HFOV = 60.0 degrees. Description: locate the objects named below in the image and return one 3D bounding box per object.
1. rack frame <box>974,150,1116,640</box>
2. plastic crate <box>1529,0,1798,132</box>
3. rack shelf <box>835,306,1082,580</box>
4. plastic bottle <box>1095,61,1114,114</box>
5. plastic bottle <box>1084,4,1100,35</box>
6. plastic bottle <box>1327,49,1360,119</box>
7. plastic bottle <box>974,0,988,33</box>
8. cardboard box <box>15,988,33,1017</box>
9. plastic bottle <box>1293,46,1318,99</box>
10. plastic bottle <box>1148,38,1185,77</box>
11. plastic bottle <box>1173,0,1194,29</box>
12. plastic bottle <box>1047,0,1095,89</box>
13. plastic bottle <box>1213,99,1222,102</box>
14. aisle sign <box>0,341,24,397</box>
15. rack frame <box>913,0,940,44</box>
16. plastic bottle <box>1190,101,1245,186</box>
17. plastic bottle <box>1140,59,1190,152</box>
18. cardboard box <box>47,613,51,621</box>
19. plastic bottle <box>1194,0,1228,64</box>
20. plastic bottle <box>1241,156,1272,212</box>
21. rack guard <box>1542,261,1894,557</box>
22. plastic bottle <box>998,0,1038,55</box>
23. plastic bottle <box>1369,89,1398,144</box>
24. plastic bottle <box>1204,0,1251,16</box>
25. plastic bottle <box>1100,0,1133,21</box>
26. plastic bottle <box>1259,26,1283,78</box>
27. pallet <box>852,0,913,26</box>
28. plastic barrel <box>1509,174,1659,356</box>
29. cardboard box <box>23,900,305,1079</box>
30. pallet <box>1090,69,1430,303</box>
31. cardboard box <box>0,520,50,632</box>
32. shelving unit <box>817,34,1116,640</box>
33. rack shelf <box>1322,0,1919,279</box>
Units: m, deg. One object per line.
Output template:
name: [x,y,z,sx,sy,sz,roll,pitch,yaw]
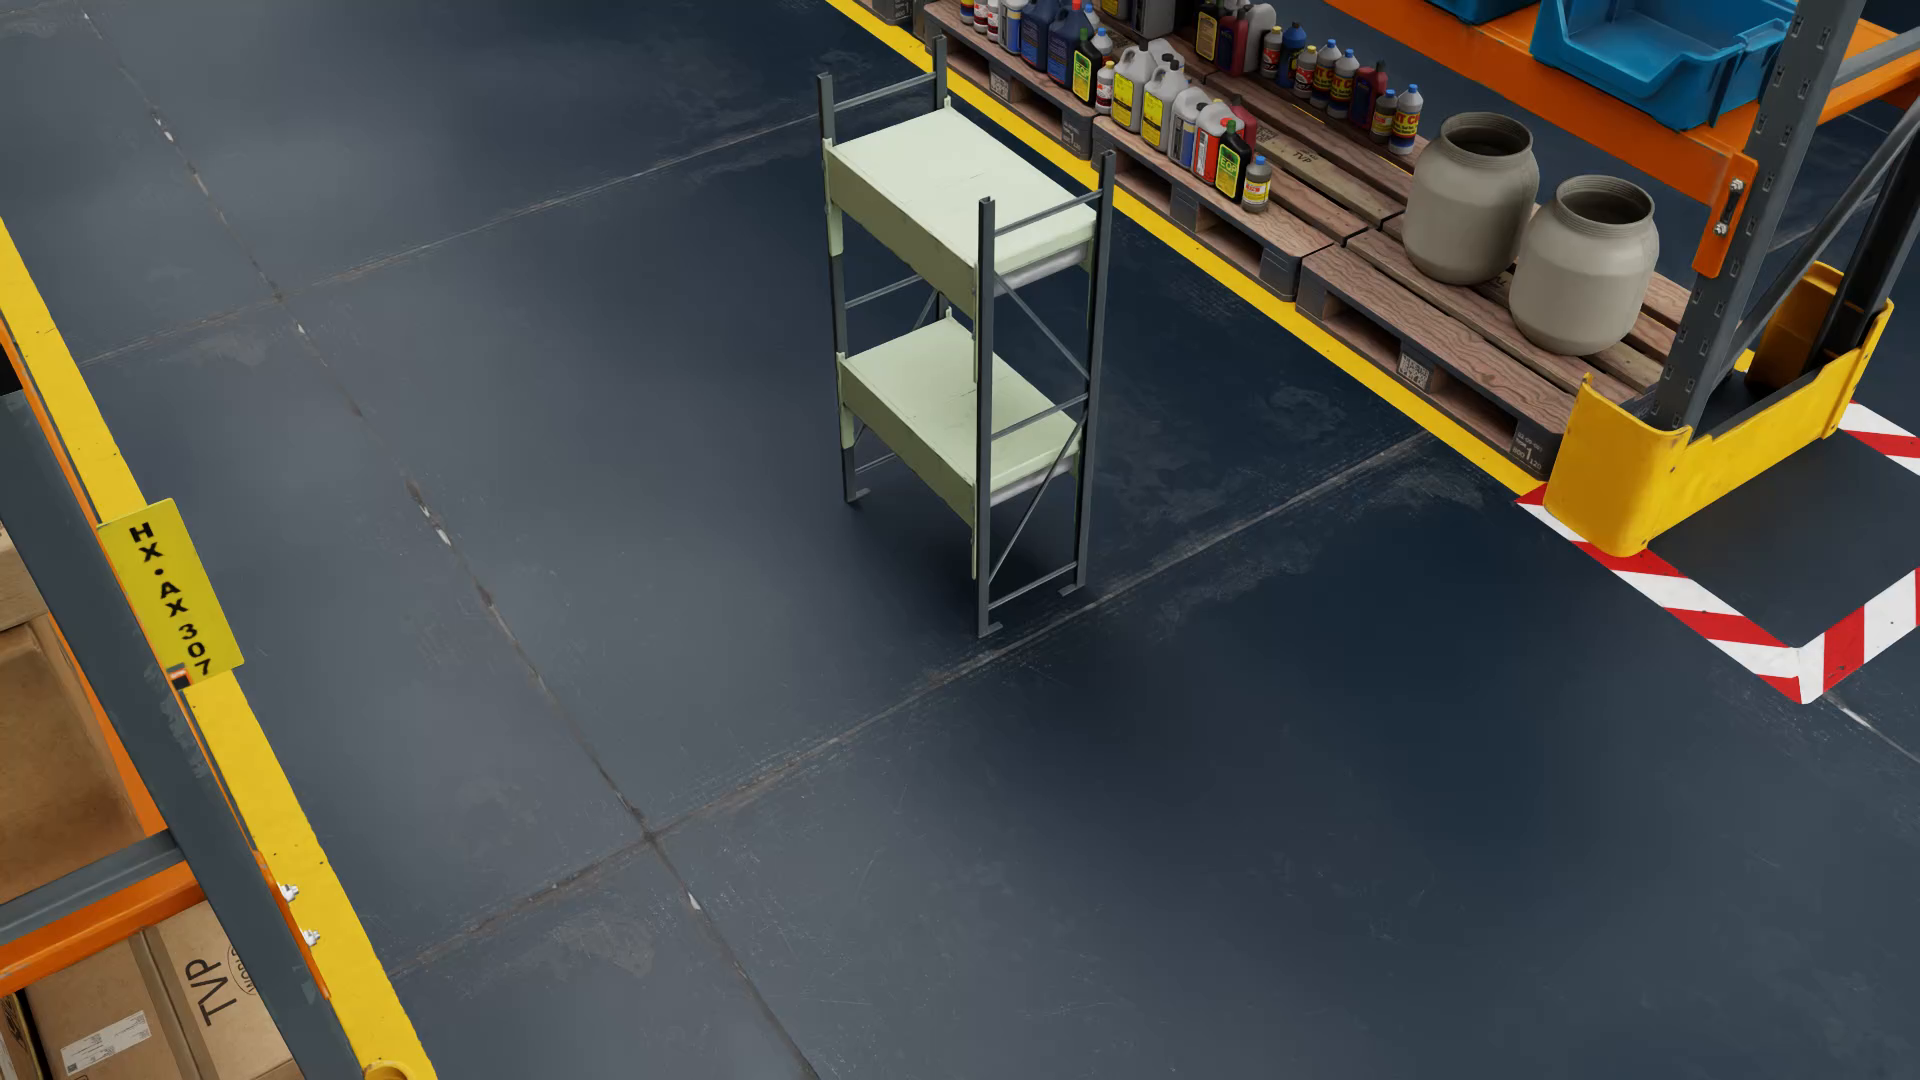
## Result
rack frame: [0.213,-0.331,4.511,0.400,1.500,0.023,-26,49,-24]
plastic crate: [1.983,-1.427,4.681,0.499,0.251,0.616,-26,49,-24]
rack shelf: [0.004,-0.303,4.953,0.431,0.370,0.720,-26,49,-24]
plastic bottle: [0.599,-1.831,6.703,0.097,0.201,0.097,0,44,0]
plastic bottle: [0.530,-2.098,6.933,0.097,0.271,0.097,0,44,0]
plastic bottle: [1.538,-1.832,6.654,0.097,0.271,0.097,0,44,0]
plastic bottle: [0.108,-2.317,7.213,0.097,0.201,0.097,0,44,0]
cardboard box: [-2.395,1.016,3.701,0.500,0.250,0.500,-26,49,-24]
plastic bottle: [1.424,-1.920,6.797,0.097,0.201,0.097,0,44,0]
plastic bottle: [0.807,-1.859,6.679,0.152,0.276,0.135,-26,49,-24]
plastic bottle: [0.941,-2.423,7.215,0.144,0.351,0.185,-28,50,-26]
plastic bottle: [0.456,-2.054,6.829,0.144,0.351,0.185,-28,50,-26]
plastic bottle: [0.996,-1.622,6.485,0.097,0.201,0.097,0,44,0]
aisle sign: [-1.261,-0.385,1.599,0.394,0.787,0.004,-26,49,-24]
rack frame: [0.227,-3.581,6.829,1.000,3.000,0.127,-26,49,-24]
plastic bottle: [0.983,-1.510,6.314,0.152,0.276,0.135,-25,49,-24]
plastic bottle: [0.806,-1.708,6.467,0.144,0.351,0.185,-24,49,-23]
cardboard box: [-2.111,0.038,2.966,0.700,0.500,0.500,-24,49,-23]
plastic bottle: [1.057,-2.160,6.989,0.061,0.283,0.133,-26,49,-24]
plastic bottle: [1.105,-1.330,6.179,0.097,0.201,0.097,0,44,0]
rack guard: [2.433,-0.436,5.345,1.175,0.500,0.348,-26,49,-24]
plastic bottle: [0.257,-2.229,7.067,0.152,0.276,0.135,-24,49,-23]
plastic bottle: [1.674,-1.671,6.537,0.097,0.201,0.097,0,44,0]
plastic bottle: [1.126,-2.240,7.024,0.144,0.351,0.185,-26,49,-25]
plastic bottle: [0.713,-2.475,7.270,0.144,0.351,0.185,-26,49,-24]
plastic bottle: [1.306,-2.036,6.919,0.097,0.201,0.097,0,44,0]
pallet: [-0.254,-3.002,8.242,1.003,0.211,1.213,-26,49,-24]
plastic barrel: [2.076,-0.911,5.529,0.421,0.512,0.421,0,44,0]
cardboard box: [-1.674,1.090,3.623,0.500,0.250,0.500,-26,49,-24]
pallet: [1.279,-1.484,6.652,1.003,0.211,1.213,-26,49,-24]
cardboard box: [-1.598,0.061,2.472,0.380,0.149,0.250,-26,49,-25]
shelving unit: [0.004,-0.539,4.728,0.431,1.500,0.755,-26,49,-24]
rack shelf: [1.371,-2.188,5.891,1.077,0.370,4.000,-26,49,-24]
